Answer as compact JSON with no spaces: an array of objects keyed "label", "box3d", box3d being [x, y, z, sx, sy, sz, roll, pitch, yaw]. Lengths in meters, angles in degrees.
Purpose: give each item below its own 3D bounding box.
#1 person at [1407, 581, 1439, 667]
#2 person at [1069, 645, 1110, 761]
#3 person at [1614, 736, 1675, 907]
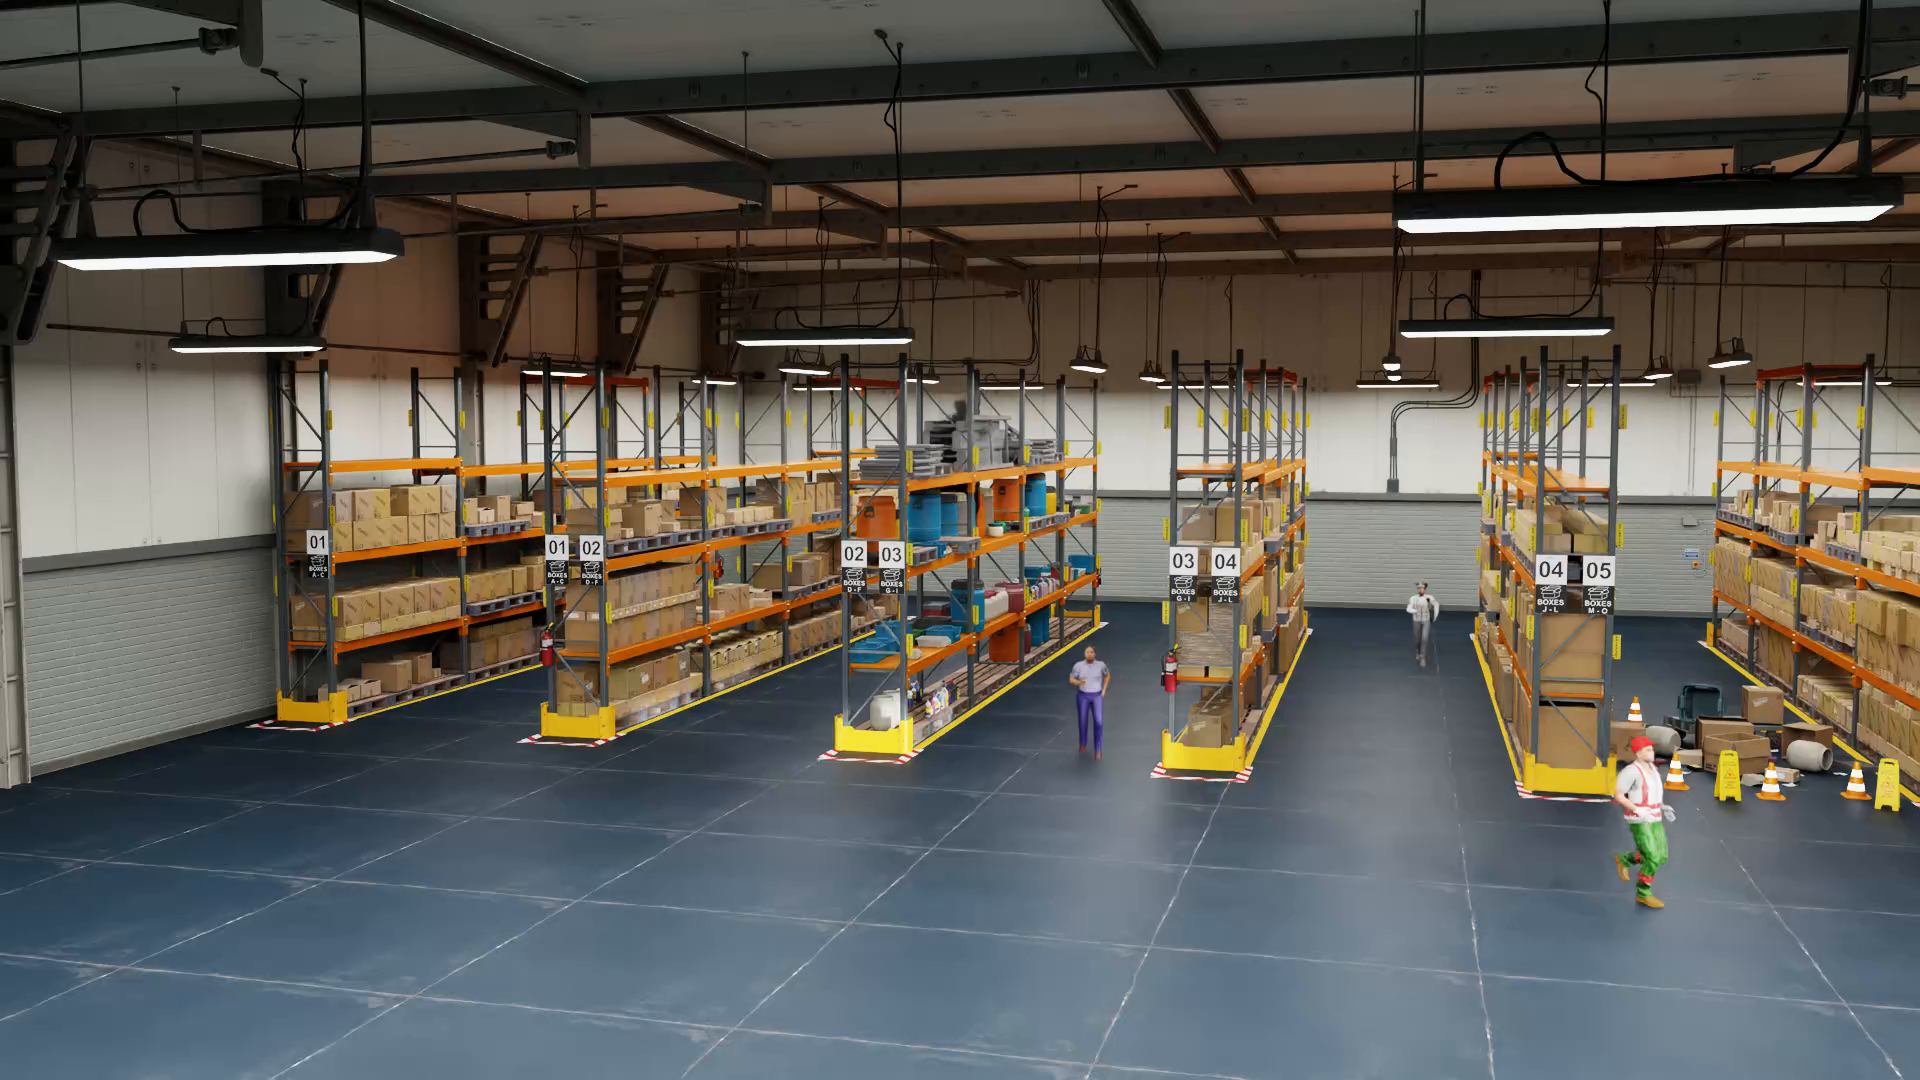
[{"label":"person","box3d":[9.494,1.699,34.153,0.620,1.703,0.929,2,4,21]},{"label":"person","box3d":[1.924,2.430,24.705,0.604,1.713,0.662,0,4,6]},{"label":"person","box3d":[7.049,2.899,17.256,0.656,1.745,0.580,-3,5,-36]}]
